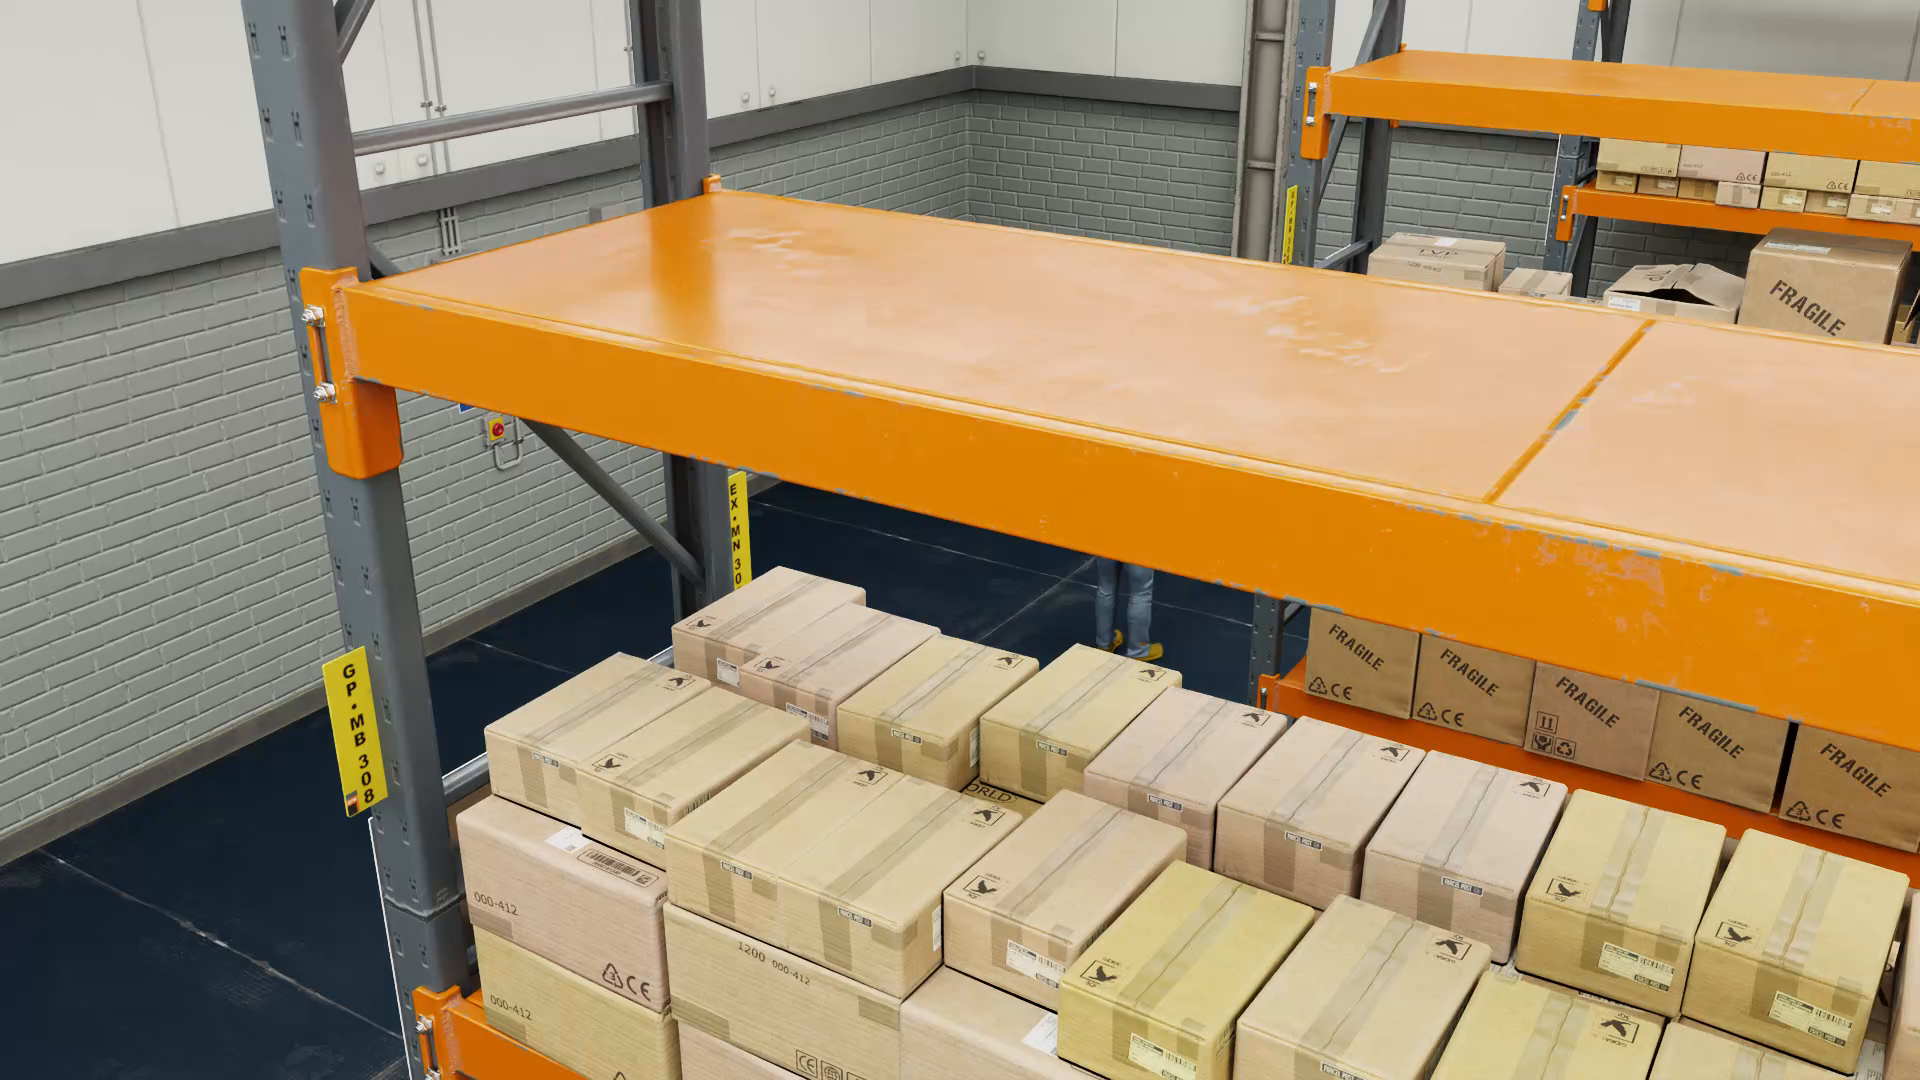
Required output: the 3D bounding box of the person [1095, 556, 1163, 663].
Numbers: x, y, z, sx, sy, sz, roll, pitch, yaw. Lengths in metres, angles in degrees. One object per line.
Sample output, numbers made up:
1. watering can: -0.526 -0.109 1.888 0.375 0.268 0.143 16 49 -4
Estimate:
1. person: 1.050 -0.054 10.673 0.580 1.767 0.456 13 26 28
